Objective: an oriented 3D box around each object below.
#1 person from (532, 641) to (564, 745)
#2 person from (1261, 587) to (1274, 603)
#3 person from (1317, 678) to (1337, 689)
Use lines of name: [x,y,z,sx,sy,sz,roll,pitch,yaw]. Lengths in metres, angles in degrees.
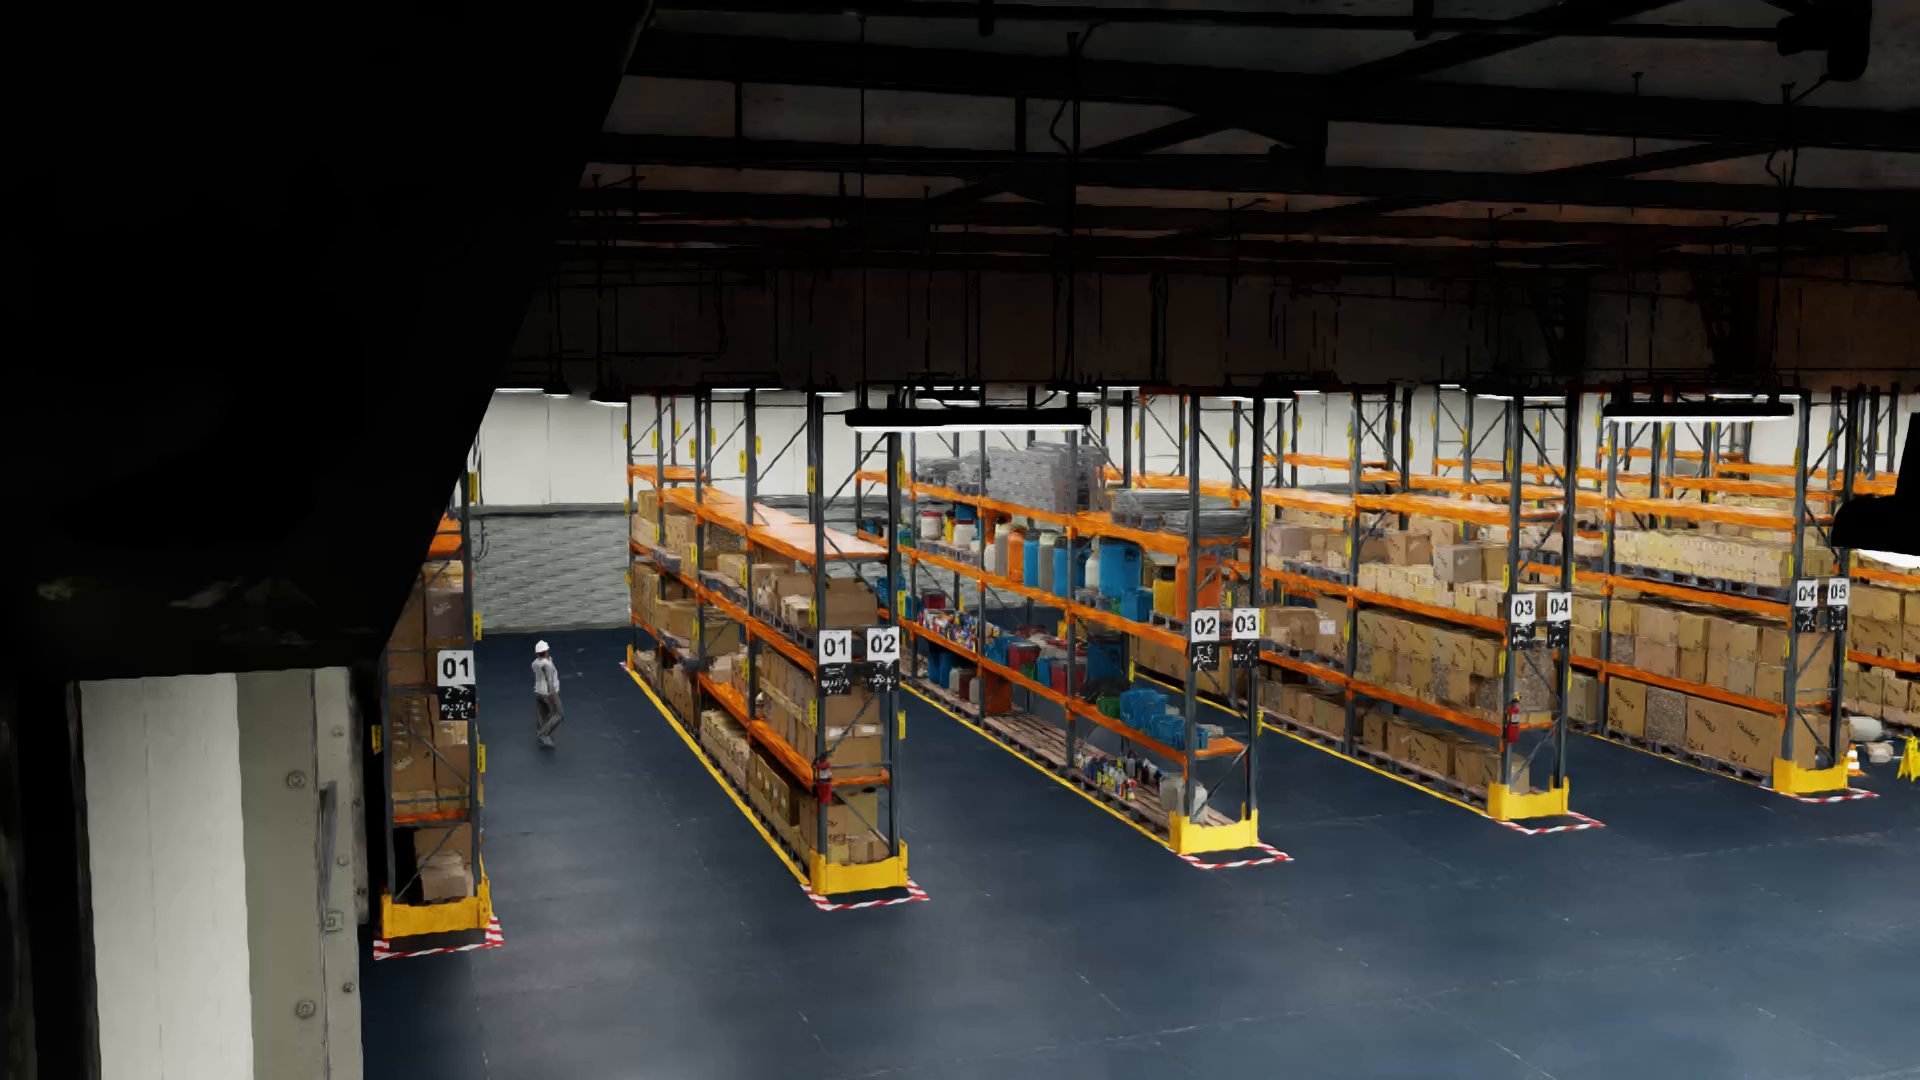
person: [-6.951,2.572,27.890,0.447,1.770,0.569,-6,8,-43]
person: [8.098,0.977,43.896,0.524,1.671,0.521,2,6,19]
person: [7.102,2.194,31.897,0.729,1.712,0.546,-2,6,-20]
